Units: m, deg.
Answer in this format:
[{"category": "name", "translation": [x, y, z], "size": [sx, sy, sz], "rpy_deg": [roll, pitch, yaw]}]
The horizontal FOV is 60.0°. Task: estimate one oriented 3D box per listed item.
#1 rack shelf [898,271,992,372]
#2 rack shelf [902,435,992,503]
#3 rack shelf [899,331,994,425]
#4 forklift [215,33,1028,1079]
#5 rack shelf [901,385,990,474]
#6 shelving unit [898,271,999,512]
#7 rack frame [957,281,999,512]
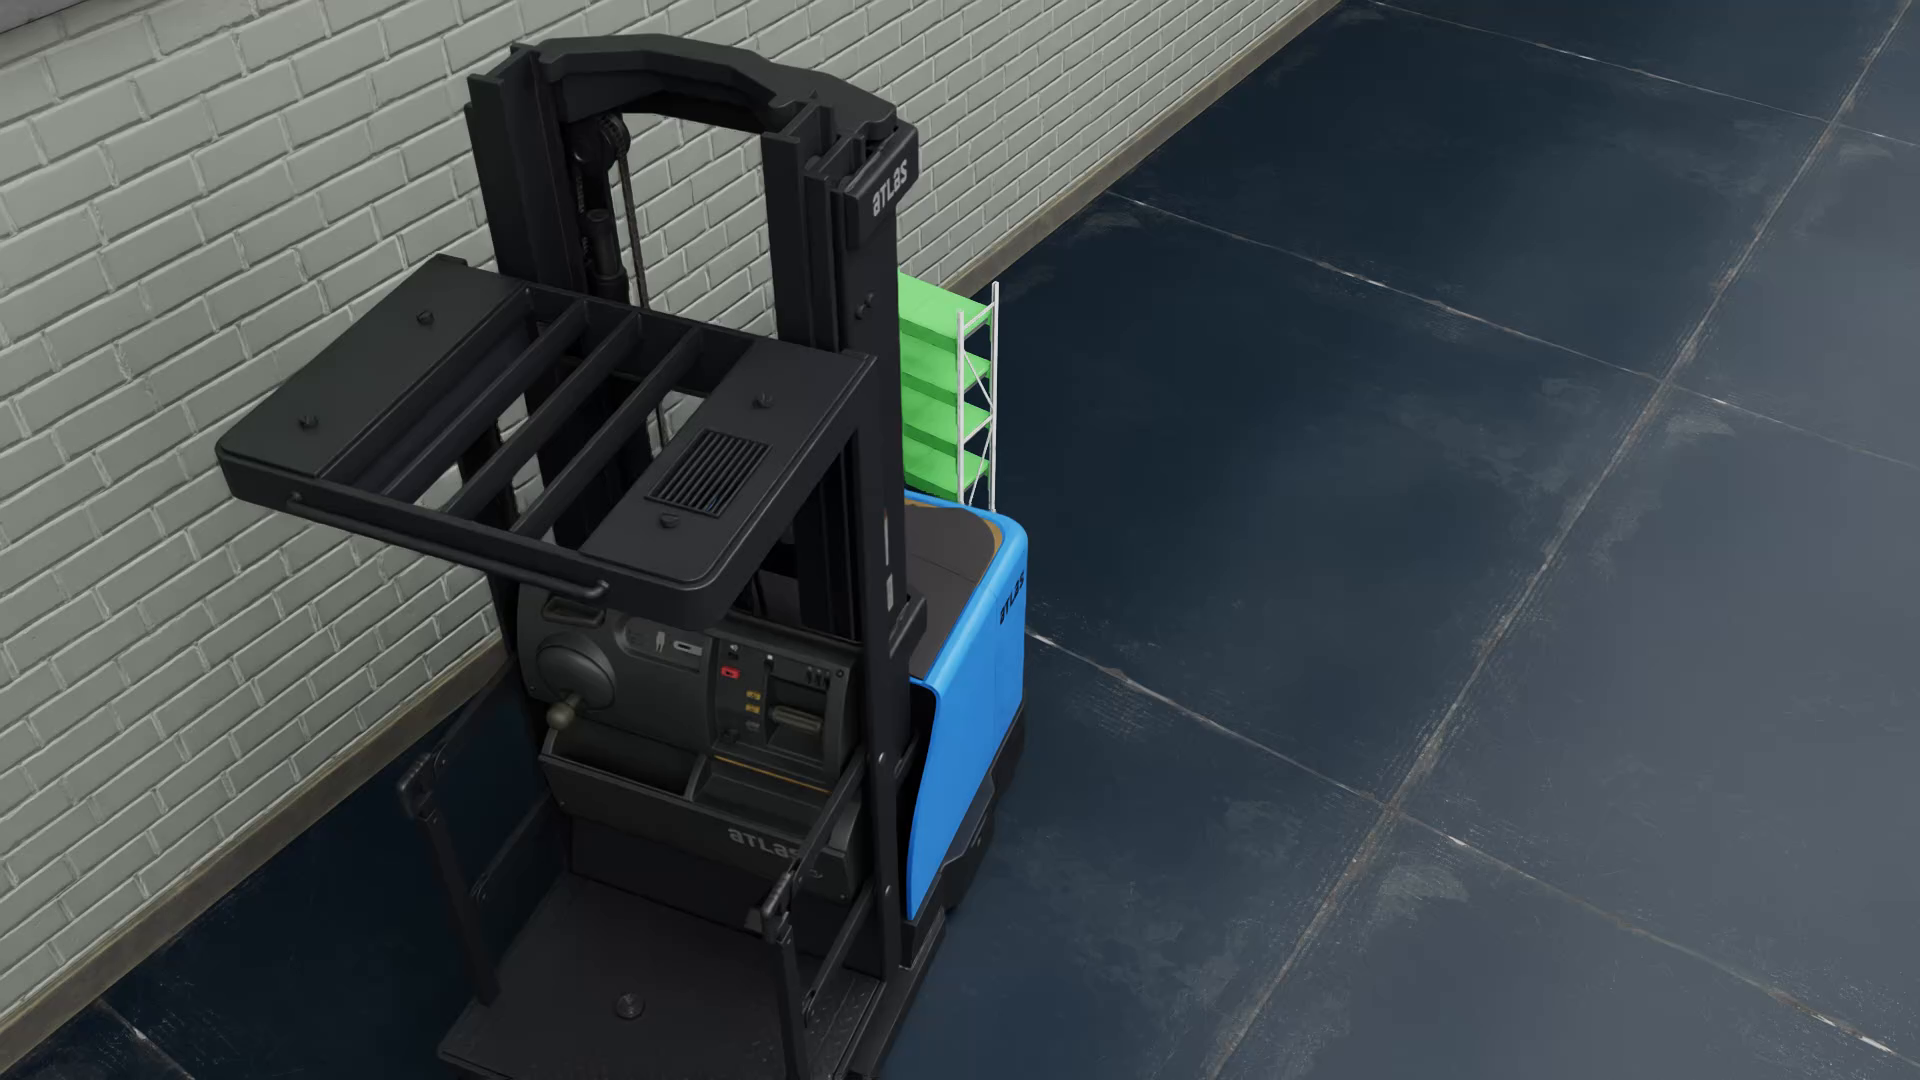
[{"category": "rack shelf", "translation": [-0.136, -0.821, 6.143], "size": [0.480, 0.148, 0.258], "rpy_deg": [25, 48, 25]}, {"category": "rack shelf", "translation": [-0.136, -0.284, 6.623], "size": [0.480, 0.148, 0.258], "rpy_deg": [25, 48, 25]}, {"category": "rack shelf", "translation": [-0.136, -0.642, 6.303], "size": [0.480, 0.148, 0.258], "rpy_deg": [25, 48, 25]}, {"category": "forklift", "translation": [-0.786, 0.441, 4.059], "size": [1.130, 2.935, 3.031], "rpy_deg": [15, 44, 16]}, {"category": "rack shelf", "translation": [-0.136, -0.463, 6.463], "size": [0.480, 0.148, 0.258], "rpy_deg": [25, 48, 25]}, {"category": "shelving unit", "translation": [-0.136, -0.511, 6.421], "size": [0.503, 1.200, 0.258], "rpy_deg": [25, 48, 25]}, {"category": "rack frame", "translation": [0.064, -0.417, 6.316], "size": [0.015, 1.200, 0.240], "rpy_deg": [25, 48, 25]}]
